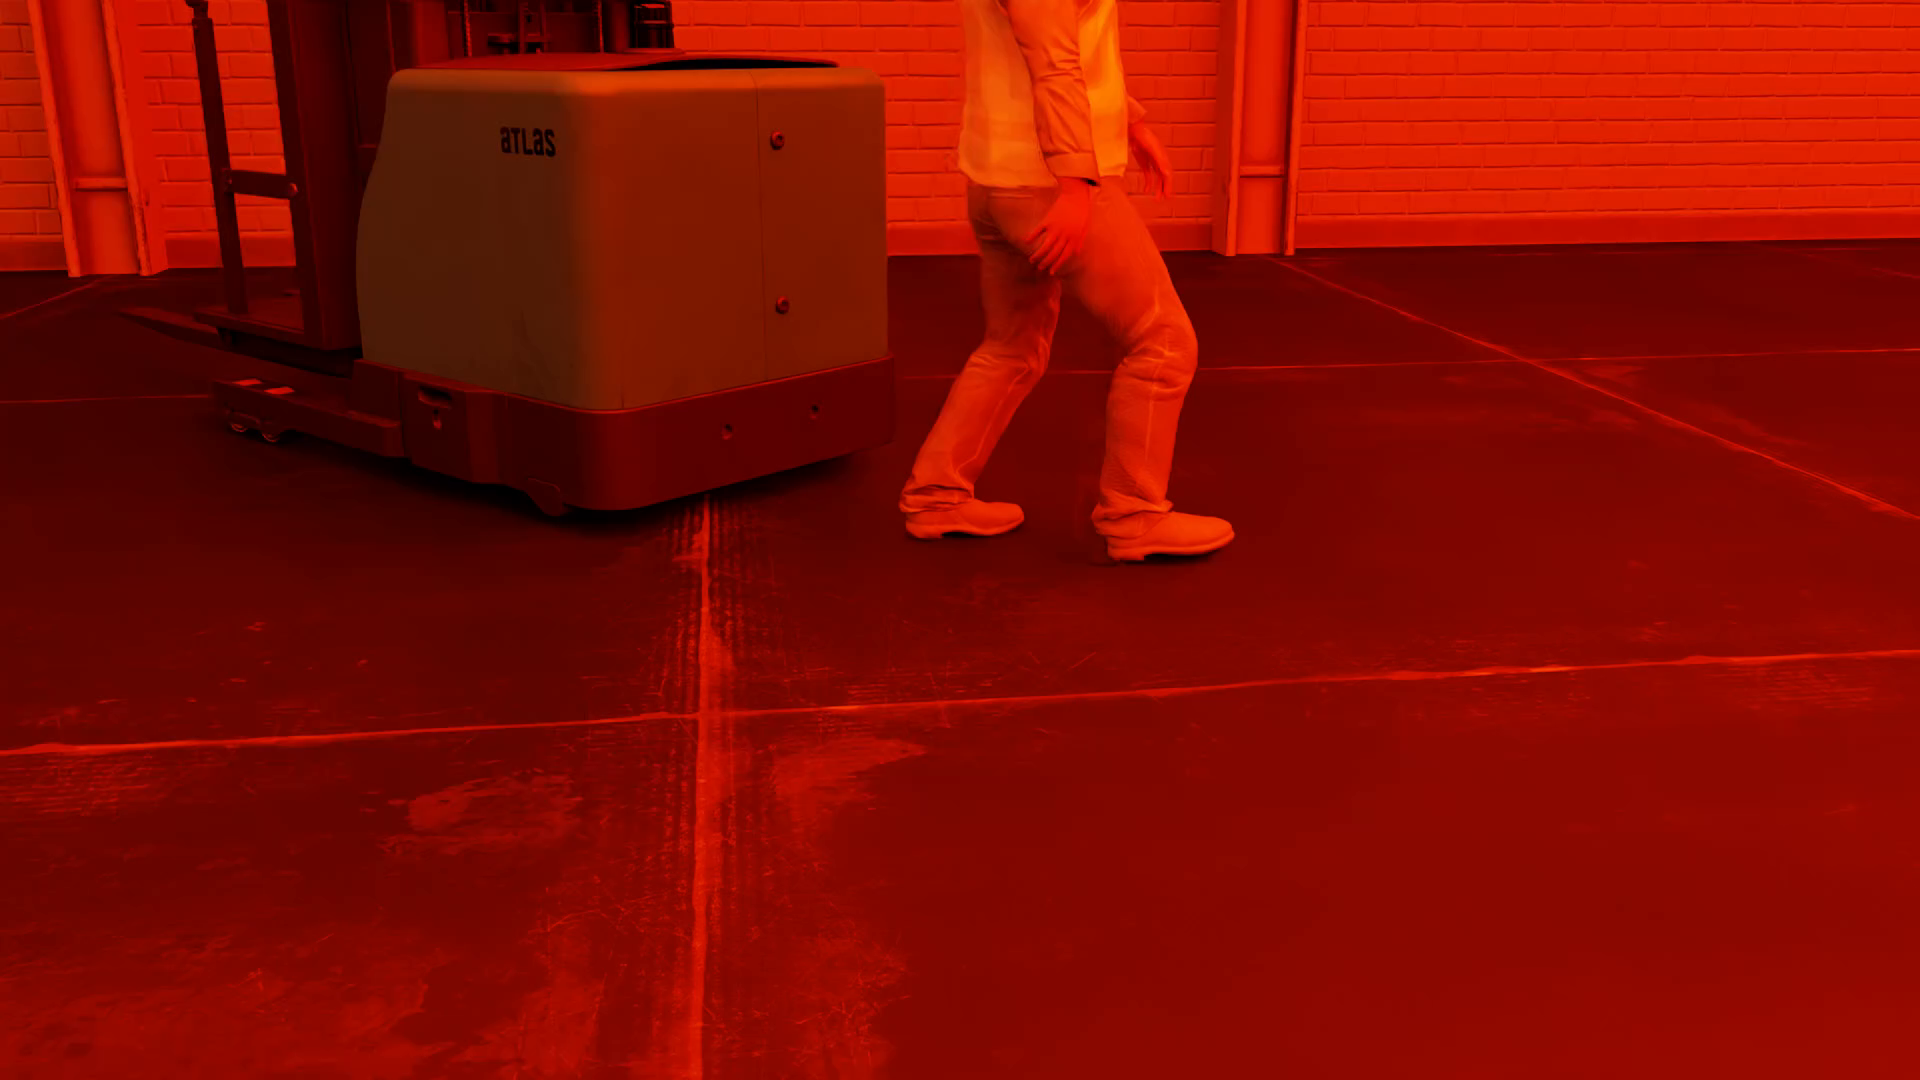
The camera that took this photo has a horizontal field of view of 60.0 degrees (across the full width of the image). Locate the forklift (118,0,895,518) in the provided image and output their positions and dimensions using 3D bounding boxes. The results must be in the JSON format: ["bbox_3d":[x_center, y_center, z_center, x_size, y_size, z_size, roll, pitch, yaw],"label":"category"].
[{"bbox_3d":[-1.625,-1.791,4.829,3.031,2.935,1.130,14,22,39],"label":"forklift"}]

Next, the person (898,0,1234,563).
[{"bbox_3d":[0.236,-0.810,3.699,0.712,1.719,0.651,-5,17,-15],"label":"person"}]
